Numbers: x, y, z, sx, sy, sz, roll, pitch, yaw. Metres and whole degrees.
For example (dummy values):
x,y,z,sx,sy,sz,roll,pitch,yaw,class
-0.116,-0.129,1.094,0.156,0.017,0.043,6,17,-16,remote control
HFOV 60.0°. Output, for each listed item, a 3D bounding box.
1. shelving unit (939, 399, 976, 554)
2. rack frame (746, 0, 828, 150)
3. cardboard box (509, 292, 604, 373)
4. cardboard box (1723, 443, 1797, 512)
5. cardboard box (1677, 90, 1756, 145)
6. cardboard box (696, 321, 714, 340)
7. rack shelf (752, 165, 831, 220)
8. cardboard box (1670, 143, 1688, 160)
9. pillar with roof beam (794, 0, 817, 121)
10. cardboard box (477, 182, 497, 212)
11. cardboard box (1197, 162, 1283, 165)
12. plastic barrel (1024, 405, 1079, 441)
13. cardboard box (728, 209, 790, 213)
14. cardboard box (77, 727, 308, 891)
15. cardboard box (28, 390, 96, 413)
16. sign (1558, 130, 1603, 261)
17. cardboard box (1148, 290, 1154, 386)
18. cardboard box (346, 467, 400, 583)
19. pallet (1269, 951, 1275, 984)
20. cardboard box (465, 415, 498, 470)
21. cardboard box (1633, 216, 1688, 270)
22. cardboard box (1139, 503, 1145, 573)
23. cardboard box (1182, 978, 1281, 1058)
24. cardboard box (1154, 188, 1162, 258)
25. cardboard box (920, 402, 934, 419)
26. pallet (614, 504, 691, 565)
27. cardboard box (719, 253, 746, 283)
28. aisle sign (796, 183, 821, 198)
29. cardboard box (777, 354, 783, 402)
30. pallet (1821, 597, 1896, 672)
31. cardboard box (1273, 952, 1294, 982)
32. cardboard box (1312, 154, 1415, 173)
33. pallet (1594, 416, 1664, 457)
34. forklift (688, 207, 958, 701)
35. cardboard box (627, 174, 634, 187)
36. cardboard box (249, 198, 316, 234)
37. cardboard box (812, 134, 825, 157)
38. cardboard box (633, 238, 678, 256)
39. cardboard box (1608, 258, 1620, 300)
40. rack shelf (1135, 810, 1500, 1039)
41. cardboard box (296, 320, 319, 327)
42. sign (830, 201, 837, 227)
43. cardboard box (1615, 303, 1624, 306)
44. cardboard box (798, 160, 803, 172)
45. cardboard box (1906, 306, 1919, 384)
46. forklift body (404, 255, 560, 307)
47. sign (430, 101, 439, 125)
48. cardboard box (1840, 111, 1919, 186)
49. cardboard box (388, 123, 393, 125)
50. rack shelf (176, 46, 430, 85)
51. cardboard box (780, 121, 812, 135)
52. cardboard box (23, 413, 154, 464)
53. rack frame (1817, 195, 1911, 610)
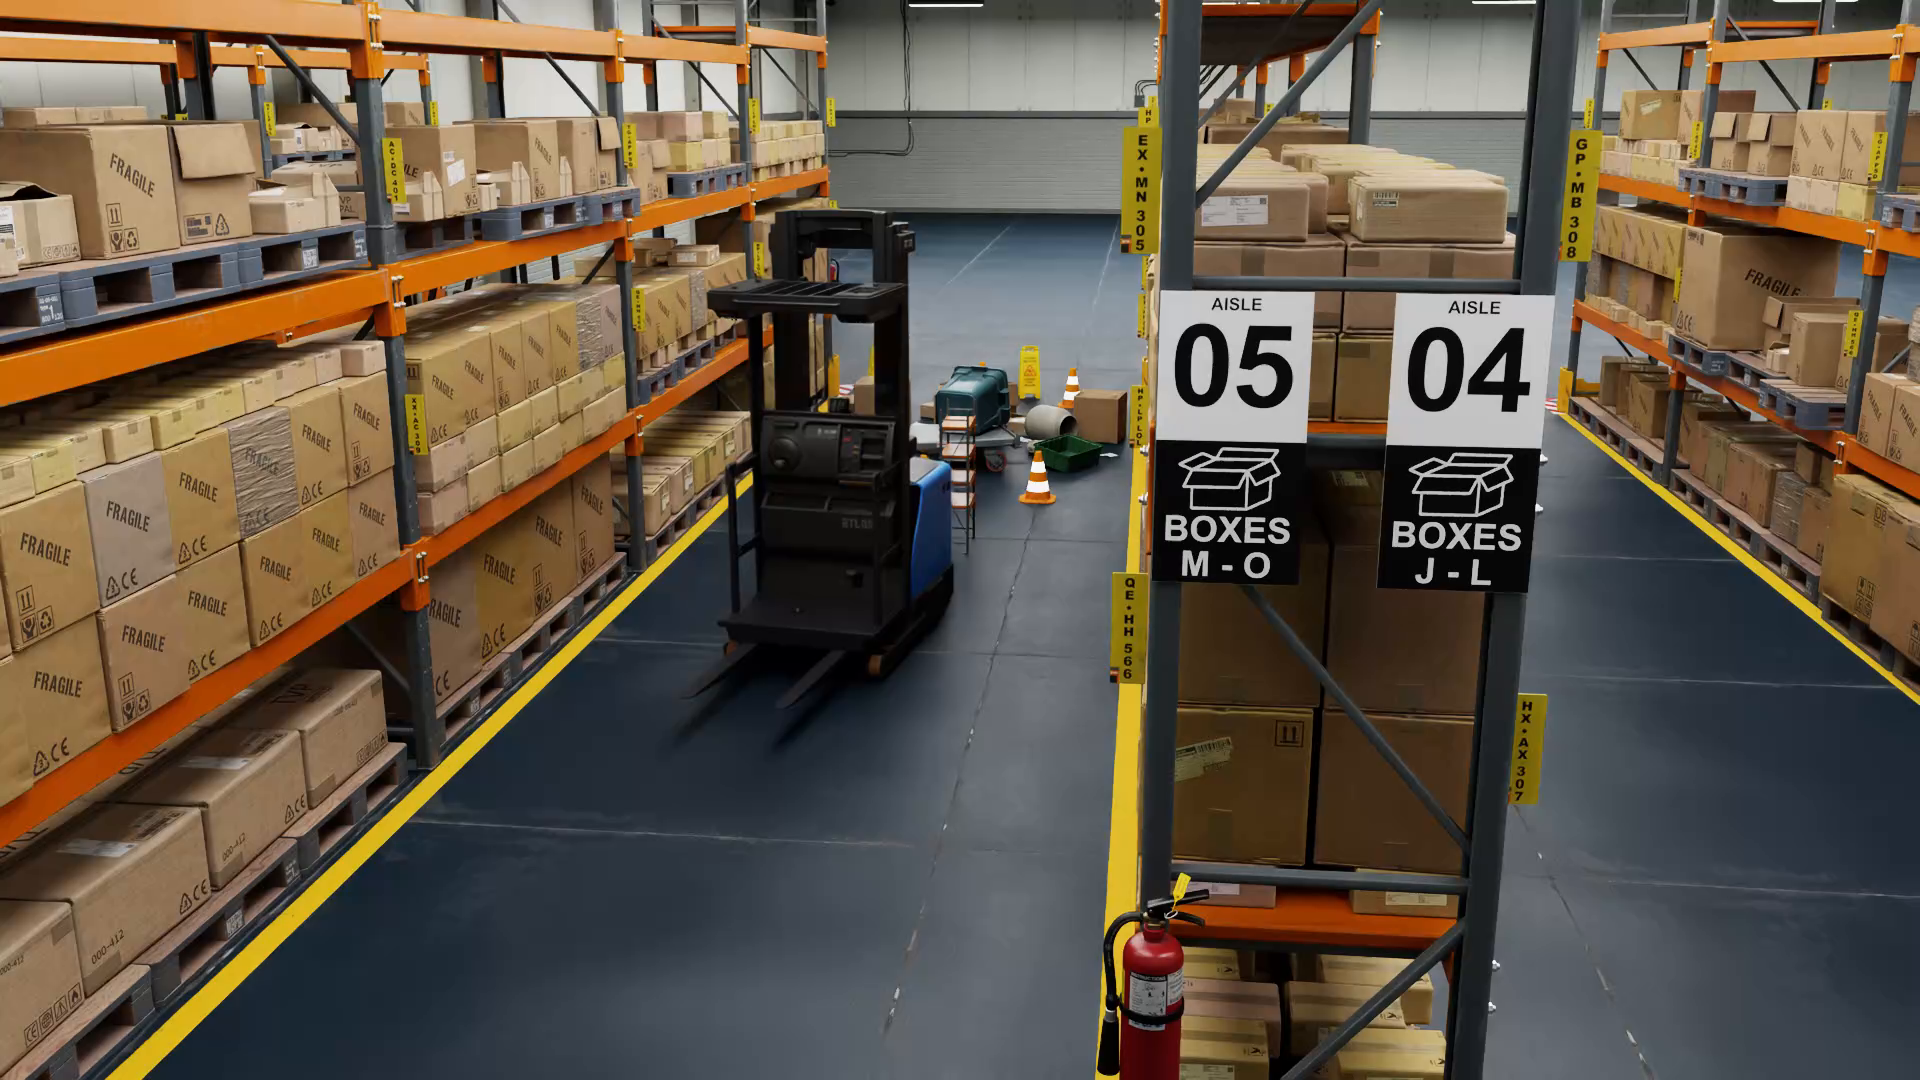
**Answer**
x,y,z,sx,sy,sz,roll,pitch,yaw,class
-0.019,-0.536,13.847,0.258,1.200,0.503,2,15,6,shelving unit
-2.101,-6.183,19.788,1.000,3.000,0.127,2,15,6,rack frame
-2.852,-1.468,11.736,0.500,0.500,0.500,2,15,7,cardboard box
7.069,-0.536,14.345,0.700,0.500,0.500,0,15,1,cardboard box
7.092,-3.963,15.605,0.500,0.500,0.500,1,15,5,cardboard box
-2.465,-1.925,15.212,0.380,0.149,0.250,2,15,6,cardboard box
-2.326,-3.869,18.355,1.077,0.370,4.000,2,15,6,rack shelf
7.107,-3.753,16.070,0.380,0.149,0.250,1,15,3,cardboard box
-0.345,-13.828,48.061,9.100,9.000,0.548,2,15,6,pillar with roof beam
-2.964,-2.030,9.820,0.380,0.166,0.250,1,15,2,cardboard box
0.945,-1.253,5.868,0.380,0.149,0.250,2,15,7,cardboard box
0.982,-1.226,17.883,0.421,0.421,0.512,-14,20,-42,plastic barrel
-2.124,-3.293,17.916,0.700,0.500,0.500,1,15,5,cardboard box
-3.733,1.252,7.891,0.875,0.438,0.875,1,15,5,cardboard box
-3.939,-0.550,7.099,0.380,0.149,0.250,2,15,6,cardboard box
1.563,-0.871,4.217,0.100,0.325,0.005,2,15,6,sign
0.863,-0.651,5.365,0.500,0.250,0.500,2,15,6,cardboard box
-3.253,-0.095,8.575,0.500,0.500,0.500,2,15,7,cardboard box
1.299,1.784,7.161,1.003,0.211,1.213,2,15,6,pallet
-3.094,-0.585,9.910,0.500,0.250,0.500,2,15,7,cardboard box
7.184,-3.016,16.893,0.500,0.500,0.500,2,15,6,cardboard box
1.027,0.132,7.164,0.500,0.500,0.500,1,15,5,cardboard box
0.917,1.661,5.792,0.380,0.149,0.250,2,15,7,cardboard box
1.051,-1.295,6.787,0.500,0.250,0.500,2,15,7,cardboard box
-0.241,-1.511,19.466,0.380,0.149,0.250,11,19,35,cardboard box
-2.914,-0.068,14.011,1.003,0.211,1.213,2,15,6,pallet
-2.376,-2.517,16.159,0.500,0.500,0.500,1,15,5,cardboard box
-1.806,-4.549,20.259,0.394,0.787,0.004,2,15,6,aisle sign
-2.169,-1.771,17.992,0.500,0.500,0.500,2,15,9,cardboard box
6.679,0.628,11.434,1.003,0.211,1.213,2,15,6,pallet
1.437,1.614,6.535,0.380,0.149,0.250,1,15,4,cardboard box
1.591,-1.439,6.556,0.380,0.149,0.250,2,15,6,cardboard box
7.470,-1.104,17.840,1.003,0.211,1.213,2,15,6,pallet
-0.902,-0.657,10.978,1.130,2.935,3.031,4,16,15,forklift
-2.770,-2.738,13.052,0.396,0.266,0.258,2,15,6,cardboard box
-3.239,-1.509,7.733,0.380,0.149,0.250,2,15,8,cardboard box
-1.891,-4.665,19.640,0.500,0.250,0.500,2,15,6,cardboard box
-2.957,-2.845,16.130,0.380,0.149,0.250,2,15,6,cardboard box
7.719,-2.912,18.422,0.875,0.500,0.500,2,15,6,cardboard box
1.249,0.811,6.794,1.077,0.370,4.000,2,15,6,rack shelf
-7.175,-2.550,17.655,0.500,0.500,0.500,1,15,5,cardboard box
-1.551,-3.977,20.299,0.100,0.325,0.005,2,15,6,sign
7.343,-2.482,18.077,0.380,0.149,0.250,2,15,6,cardboard box
-1.998,-4.250,18.866,0.380,0.149,0.250,2,15,6,cardboard box
6.745,-1.263,10.974,0.797,0.503,0.637,2,15,8,cardboard box
-5.434,-2.477,19.201,2.313,2.155,1.214,2,15,6,forklift body
-6.496,-5.250,20.539,0.100,0.325,0.005,2,15,6,sign
6.649,-2.789,11.833,0.500,0.500,0.500,2,15,8,cardboard box
-6.853,-4.777,19.595,0.396,0.266,0.258,2,15,6,cardboard box
-7.259,-5.269,18.553,1.077,0.370,4.000,2,15,6,rack shelf
-1.923,-4.770,19.261,0.380,0.149,0.250,2,15,6,cardboard box
-3.430,-0.401,6.549,0.380,0.149,0.250,2,15,7,cardboard box
6.843,-0.920,11.818,1.000,3.000,0.127,2,15,6,rack frame
